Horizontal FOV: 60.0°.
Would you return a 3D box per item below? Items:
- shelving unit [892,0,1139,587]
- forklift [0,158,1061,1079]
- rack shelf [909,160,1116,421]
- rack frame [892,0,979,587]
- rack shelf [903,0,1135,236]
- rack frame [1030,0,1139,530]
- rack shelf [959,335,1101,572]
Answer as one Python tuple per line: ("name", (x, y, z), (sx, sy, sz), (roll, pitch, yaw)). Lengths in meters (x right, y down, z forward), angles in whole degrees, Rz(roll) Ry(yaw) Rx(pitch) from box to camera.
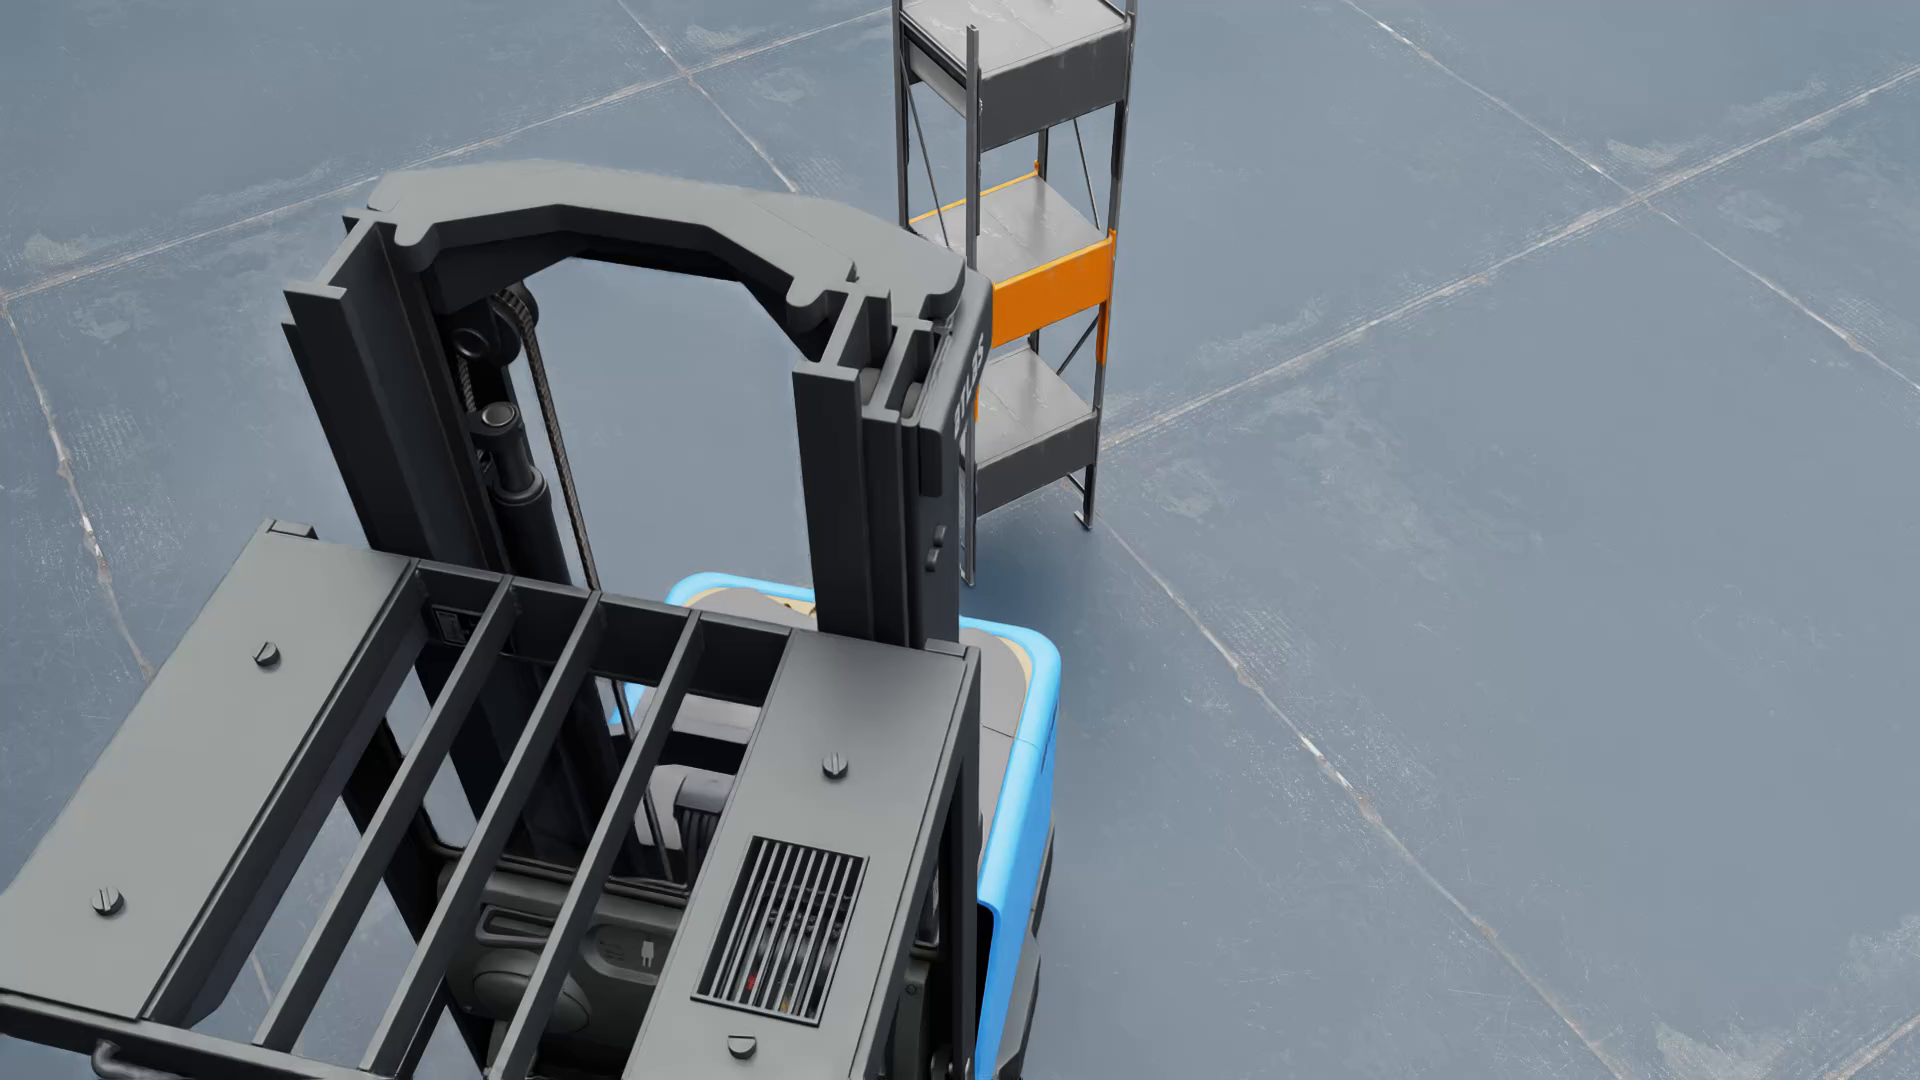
("shelving unit", (0.140, -0.764, 5.025), (0.503, 2.100, 0.431), (-25, 53, -21))
("forklift", (-0.567, 0.963, 2.930), (1.130, 2.935, 3.031), (10, 49, 9))
("rack shelf", (0.140, -0.755, 5.035), (0.480, 0.518, 0.431), (-25, 53, -21))
("rack frame", (-0.066, -0.667, 4.938), (0.015, 2.100, 0.400), (-25, 53, -21))
("rack shelf", (0.140, -1.221, 4.512), (0.480, 0.518, 0.431), (-25, 53, -21))
("rack frame", (0.346, -0.861, 5.111), (0.015, 2.100, 0.400), (-25, 53, -21))
("rack shelf", (0.140, -0.290, 5.558), (0.480, 0.518, 0.431), (-25, 53, -21))
